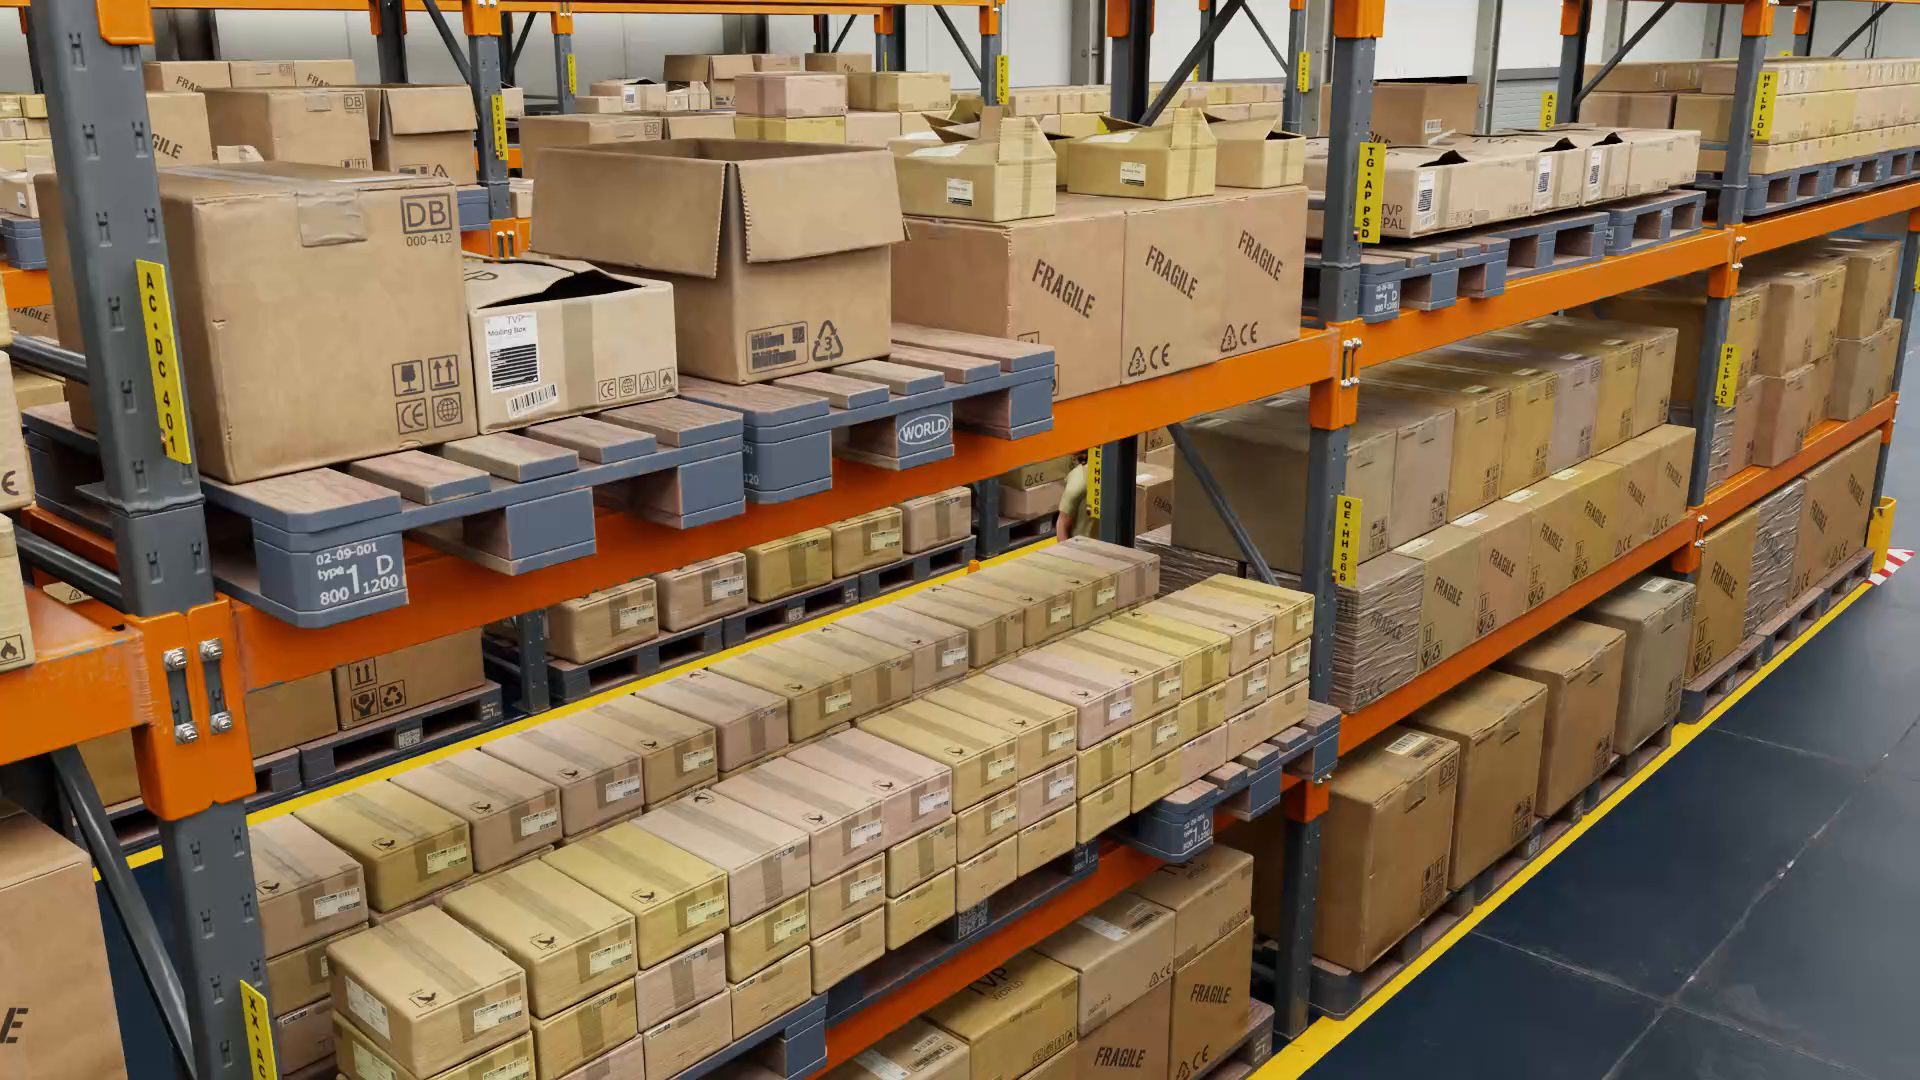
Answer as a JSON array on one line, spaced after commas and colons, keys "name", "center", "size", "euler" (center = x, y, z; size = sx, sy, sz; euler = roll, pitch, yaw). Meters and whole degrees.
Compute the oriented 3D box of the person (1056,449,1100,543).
[{"name": "person", "center": [0.763, 0.137, 9.597], "size": [0.360, 1.673, 0.499], "euler": [15, 22, 40]}]
